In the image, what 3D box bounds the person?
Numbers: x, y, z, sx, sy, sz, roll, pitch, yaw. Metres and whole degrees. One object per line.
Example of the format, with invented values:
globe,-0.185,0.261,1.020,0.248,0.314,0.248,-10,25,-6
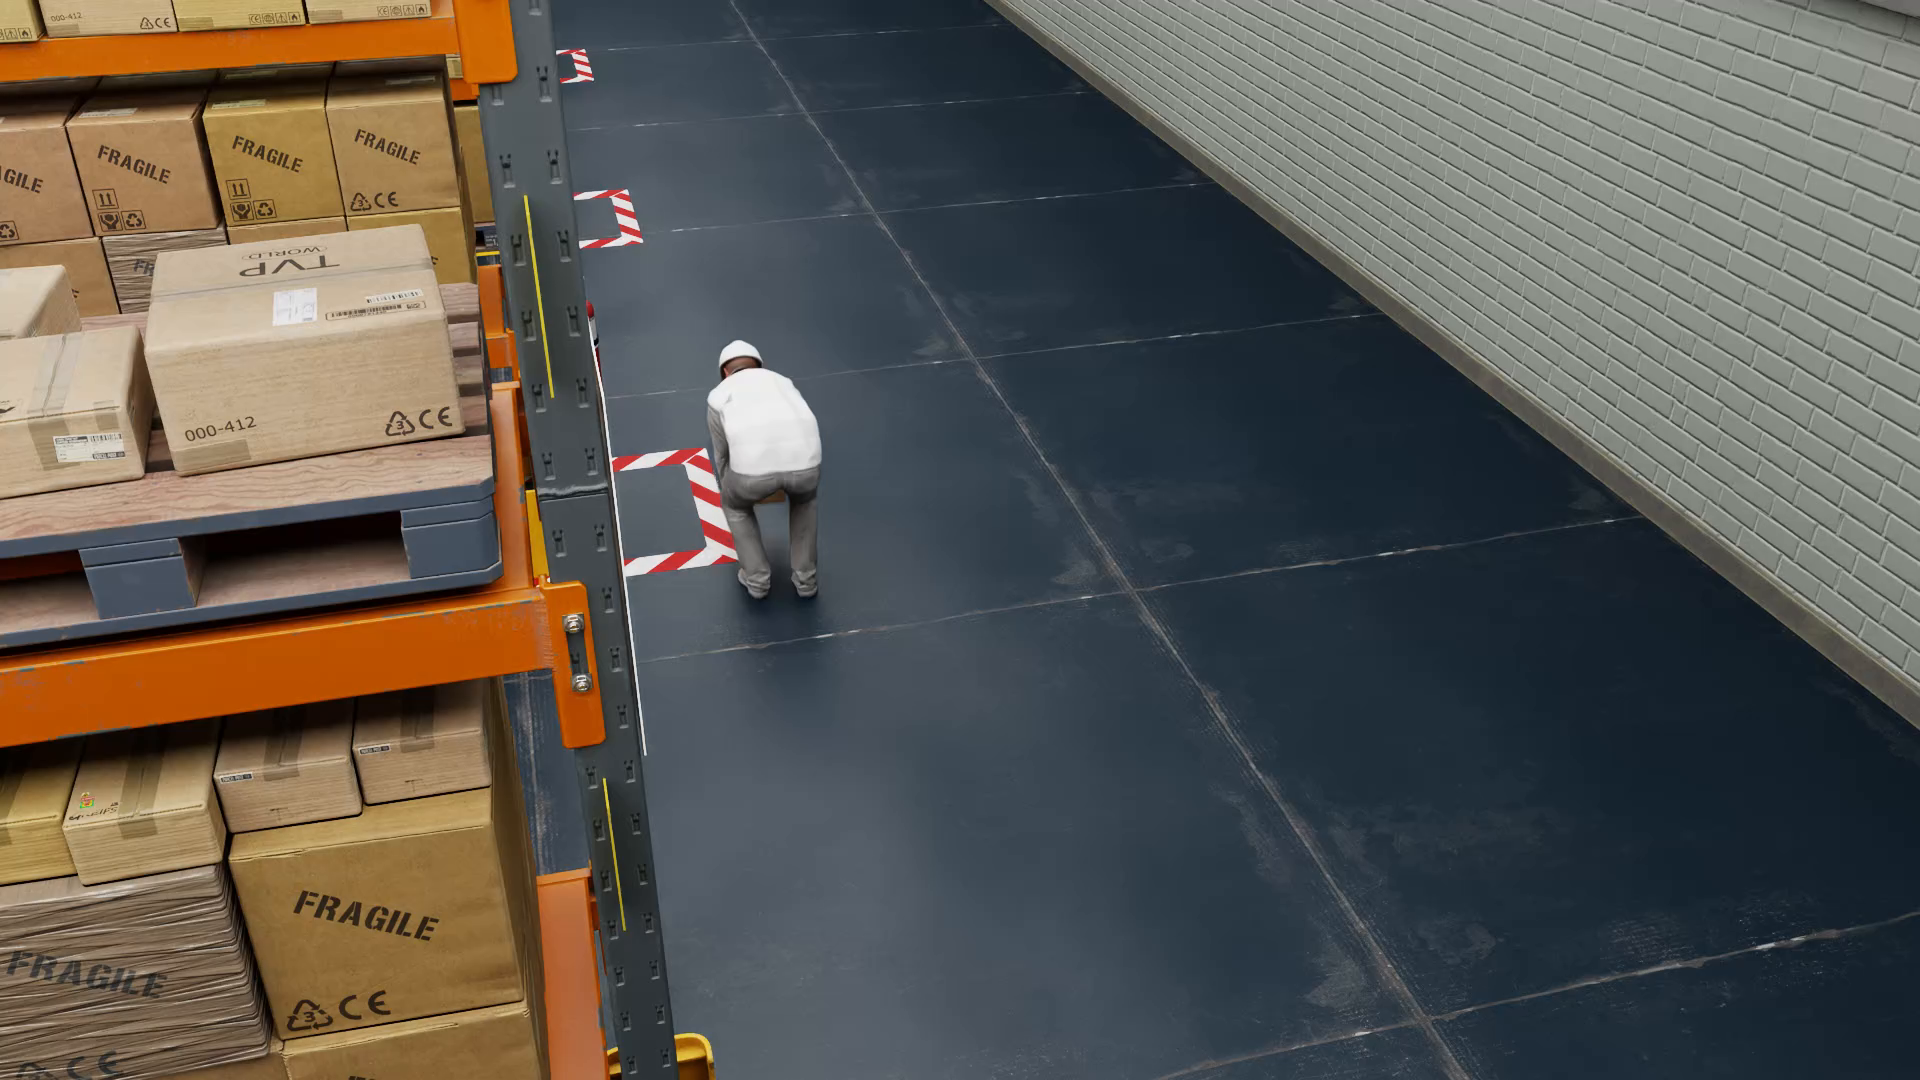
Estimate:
person,-0.981,-0.334,8.340,0.490,1.113,0.993,-9,31,-16
